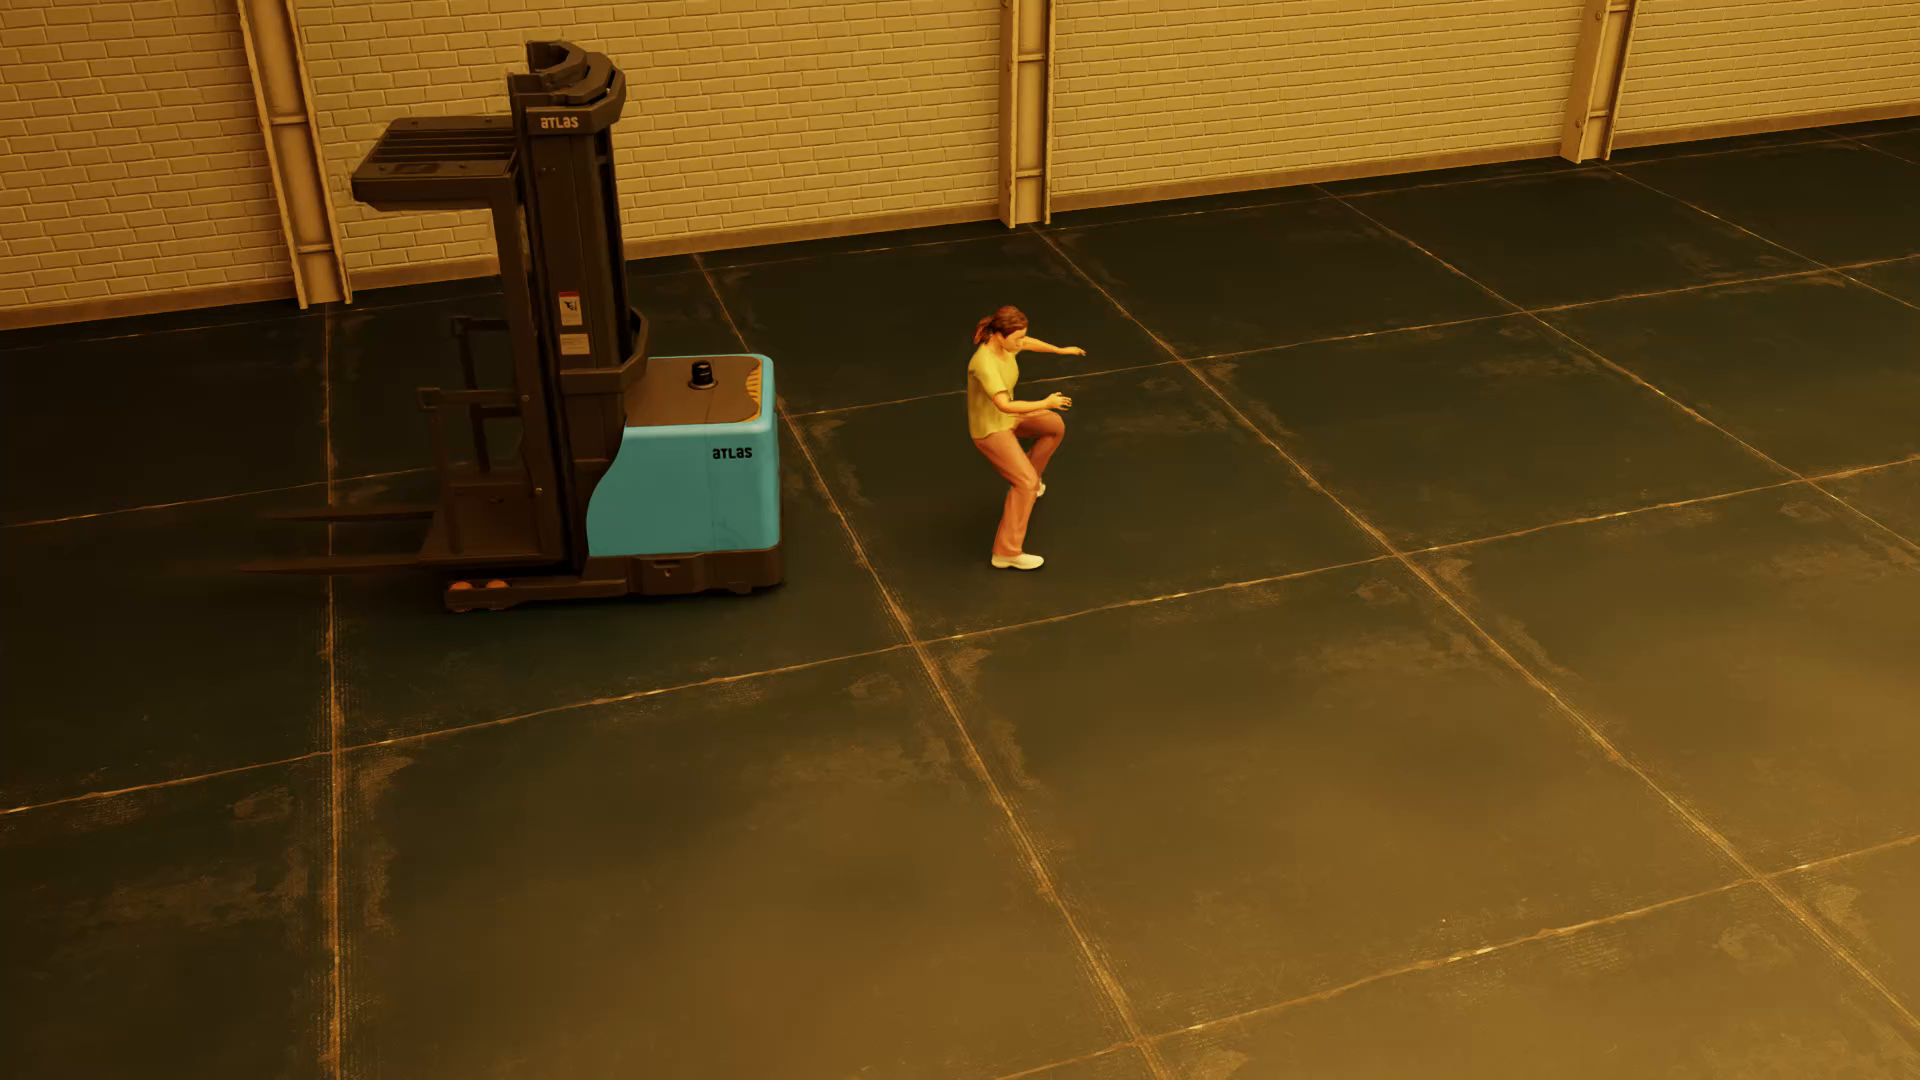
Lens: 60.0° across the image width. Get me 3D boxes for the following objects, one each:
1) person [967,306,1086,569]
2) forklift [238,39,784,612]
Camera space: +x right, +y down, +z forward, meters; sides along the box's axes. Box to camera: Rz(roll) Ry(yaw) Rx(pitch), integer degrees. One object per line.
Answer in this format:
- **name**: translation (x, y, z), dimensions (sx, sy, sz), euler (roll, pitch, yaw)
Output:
- **person**: translation (0.376, -0.697, 9.781), dimensions (0.655, 1.453, 0.995), euler (10, 32, 18)
- **forklift**: translation (-2.555, -1.142, 9.071), dimensions (3.031, 2.935, 1.130), euler (-3, 30, -4)
